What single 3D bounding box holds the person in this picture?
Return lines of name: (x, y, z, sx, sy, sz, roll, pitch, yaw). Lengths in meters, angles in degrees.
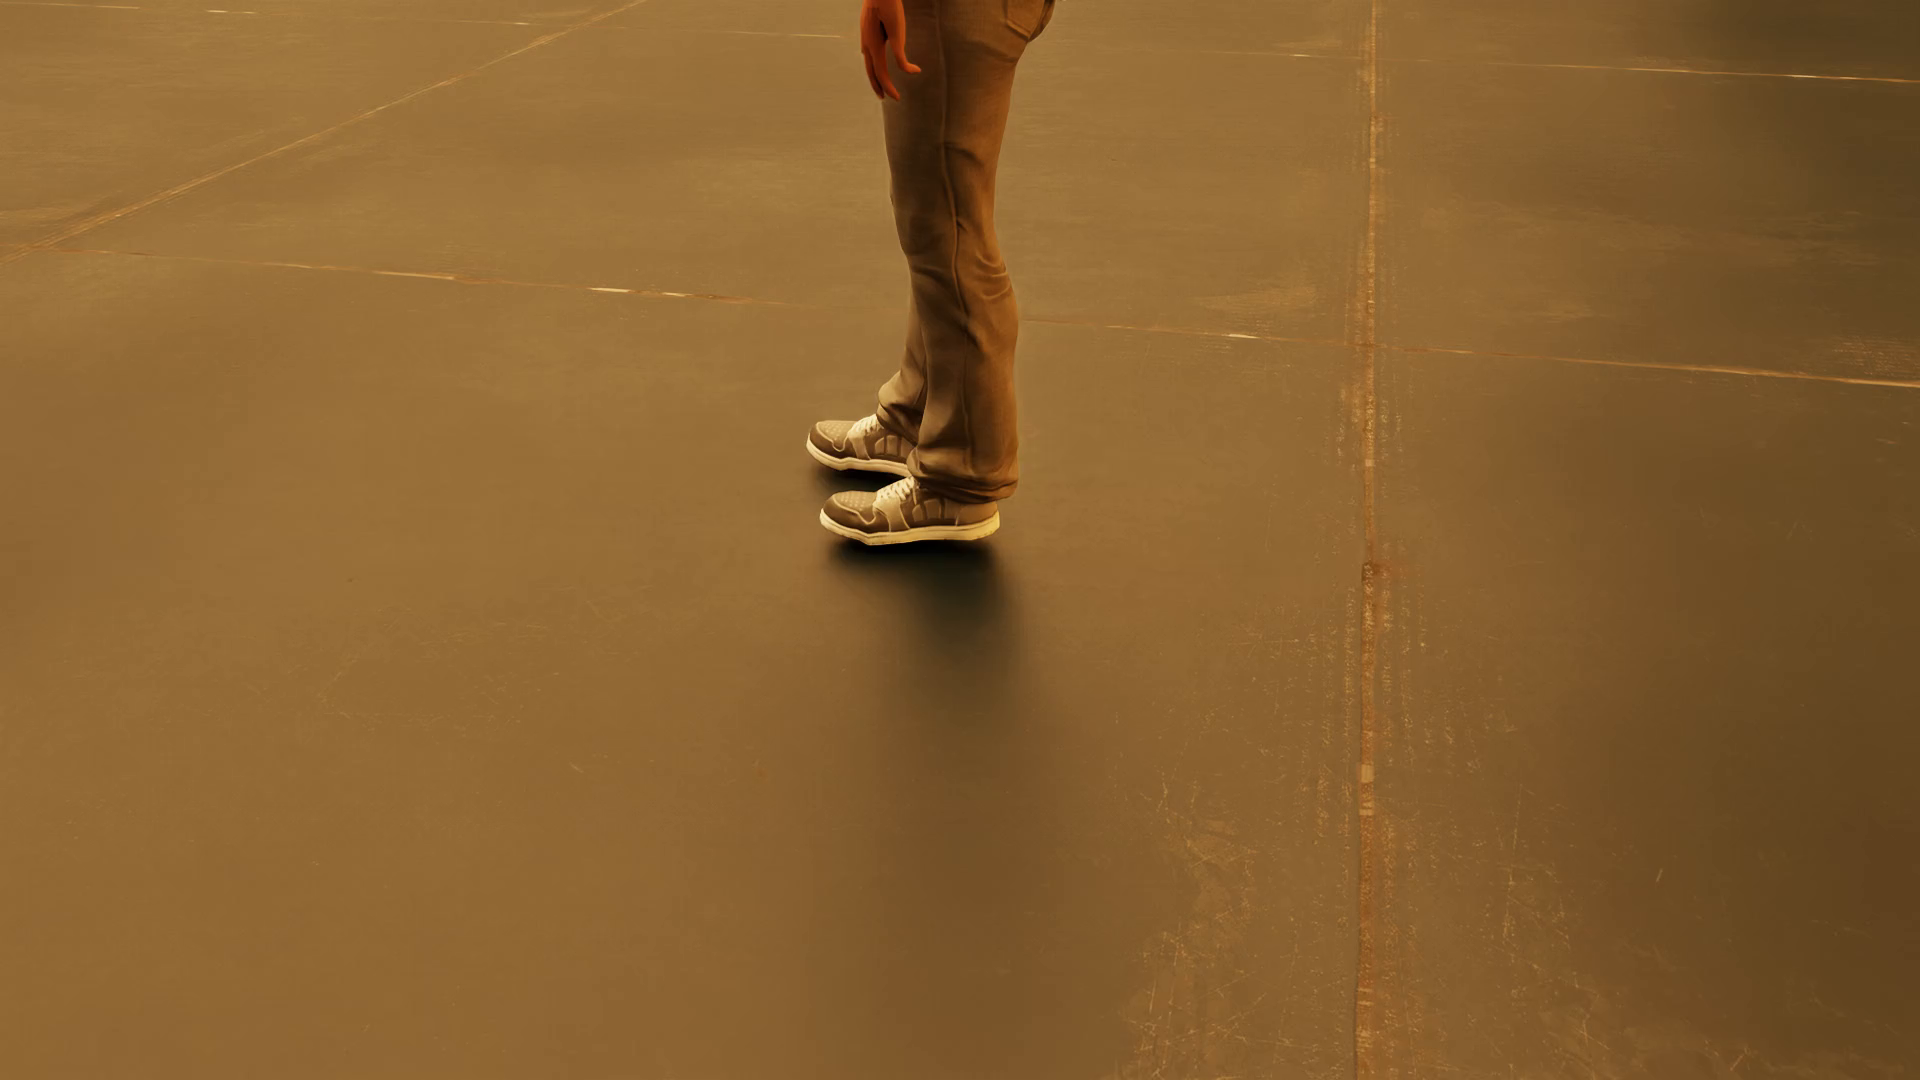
person: (-0.070, -0.733, 2.164, 0.473, 1.599, 0.520, 6, 27, 11)
